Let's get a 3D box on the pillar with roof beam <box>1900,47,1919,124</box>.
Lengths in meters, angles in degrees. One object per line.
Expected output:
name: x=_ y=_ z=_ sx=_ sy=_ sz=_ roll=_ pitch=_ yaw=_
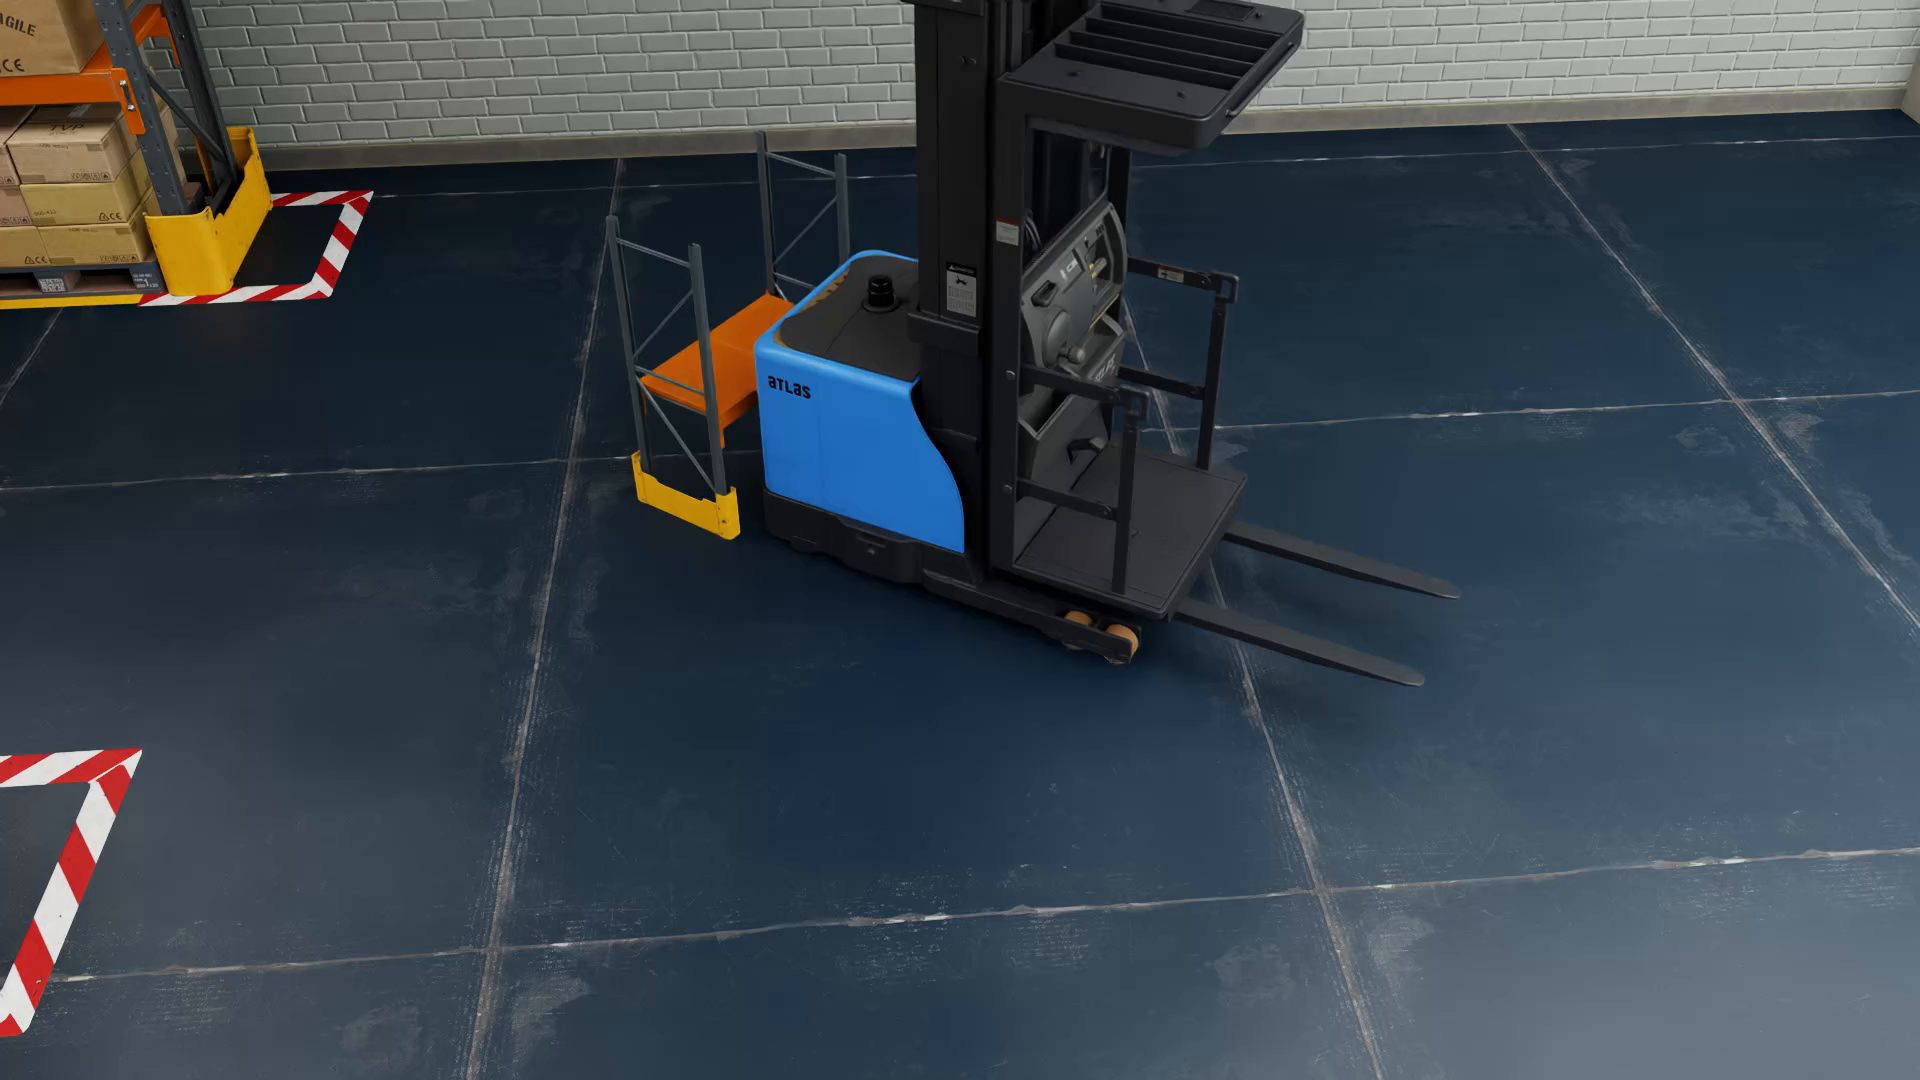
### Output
pillar with roof beam: x=7.116 y=-3.811 z=5.315 sx=0.400 sy=9.000 sz=9.100 roll=-3 pitch=38 yaw=-4

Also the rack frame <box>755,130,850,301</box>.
rack frame: x=-0.735 y=-1.234 z=8.103 sx=0.500 sy=1.500 sz=0.032 roll=22 pitch=43 yaw=25

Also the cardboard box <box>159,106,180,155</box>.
cardboard box: x=-4.931 y=-2.320 z=9.746 sx=0.500 sy=0.250 sz=0.500 roll=-2 pitch=38 yaw=-3

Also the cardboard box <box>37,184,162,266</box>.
cardboard box: x=-4.885 y=-1.801 z=9.491 sx=0.500 sy=0.250 sz=0.500 roll=-3 pitch=38 yaw=-4

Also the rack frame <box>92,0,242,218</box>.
rack frame: x=-4.445 y=-2.936 z=9.049 sx=0.127 sy=3.000 sz=1.000 roll=-3 pitch=38 yaw=-4

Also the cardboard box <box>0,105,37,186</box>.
cardboard box: x=-5.384 y=-2.164 z=9.145 sx=0.500 sy=0.250 sz=0.500 roll=-2 pitch=38 yaw=-3

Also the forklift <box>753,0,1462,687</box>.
forklift: x=0.648 y=-1.001 z=6.653 sx=3.031 sy=2.935 sz=1.130 roll=18 pitch=42 yaw=21

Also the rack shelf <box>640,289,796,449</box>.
rack shelf: x=-1.013 y=-0.829 z=7.880 sx=0.538 sy=0.185 sz=1.000 roll=22 pitch=43 yaw=25

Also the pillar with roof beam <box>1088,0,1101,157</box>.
pillar with roof beam: x=1.140 y=-3.482 z=4.898 sx=0.400 sy=9.000 sz=9.100 roll=-3 pitch=38 yaw=-4

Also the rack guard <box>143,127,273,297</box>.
rack guard: x=-4.421 y=-1.956 z=9.825 sx=0.348 sy=0.500 sz=1.175 roll=-3 pitch=38 yaw=-4

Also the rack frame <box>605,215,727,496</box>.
rack frame: x=-1.291 y=-0.706 z=7.434 sx=0.500 sy=1.500 sz=0.032 roll=22 pitch=43 yaw=25

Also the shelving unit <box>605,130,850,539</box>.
shelving unit: x=-1.018 y=-0.965 z=7.762 sx=0.587 sy=1.500 sz=1.083 roll=22 pitch=43 yaw=25

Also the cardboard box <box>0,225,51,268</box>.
cardboard box: x=-5.381 y=-1.779 z=9.464 sx=0.500 sy=0.250 sz=0.500 roll=-3 pitch=38 yaw=-4

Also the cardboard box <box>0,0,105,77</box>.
cardboard box: x=-4.912 y=-2.786 z=8.779 sx=0.500 sy=0.500 sz=0.500 roll=-4 pitch=38 yaw=-5

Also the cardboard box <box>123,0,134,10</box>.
cardboard box: x=-4.963 y=-3.119 z=9.201 sx=0.500 sy=0.500 sz=0.500 roll=-2 pitch=38 yaw=-3

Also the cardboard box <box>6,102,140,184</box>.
cardboard box: x=-4.876 y=-2.196 z=9.185 sx=0.500 sy=0.250 sz=0.500 roll=-2 pitch=38 yaw=-2

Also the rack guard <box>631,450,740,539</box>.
rack guard: x=-1.290 y=-0.216 z=7.822 sx=0.587 sy=0.250 sz=0.087 roll=22 pitch=43 yaw=25

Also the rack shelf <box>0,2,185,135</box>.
rack shelf: x=-6.437 y=-2.544 z=9.133 sx=4.000 sy=0.370 sz=1.077 roll=-3 pitch=38 yaw=-4

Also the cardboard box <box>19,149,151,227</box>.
cardboard box: x=-4.902 y=-1.998 z=9.338 sx=0.500 sy=0.250 sz=0.500 roll=-4 pitch=38 yaw=-5

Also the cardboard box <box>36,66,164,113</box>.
cardboard box: x=-4.940 y=-2.504 z=9.576 sx=0.500 sy=0.250 sz=0.500 roll=-4 pitch=38 yaw=-5

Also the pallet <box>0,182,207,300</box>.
pallet: x=-5.203 y=-1.773 z=9.827 sx=1.213 sy=0.211 sz=1.003 roll=-3 pitch=38 yaw=-4

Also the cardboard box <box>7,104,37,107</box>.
cardboard box: x=-5.438 y=-2.475 z=9.538 sx=0.500 sy=0.250 sz=0.500 roll=-3 pitch=38 yaw=-4

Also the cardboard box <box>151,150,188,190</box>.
cardboard box: x=-4.951 y=-2.115 z=9.890 sx=0.500 sy=0.250 sz=0.500 roll=-3 pitch=38 yaw=-4

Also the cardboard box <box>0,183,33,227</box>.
cardboard box: x=-5.402 y=-1.977 z=9.311 sx=0.500 sy=0.250 sz=0.500 roll=-3 pitch=38 yaw=-4

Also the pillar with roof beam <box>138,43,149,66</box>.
pillar with roof beam: x=-4.837 y=-3.153 z=4.481 sx=0.400 sy=9.000 sz=9.100 roll=-3 pitch=38 yaw=-4
